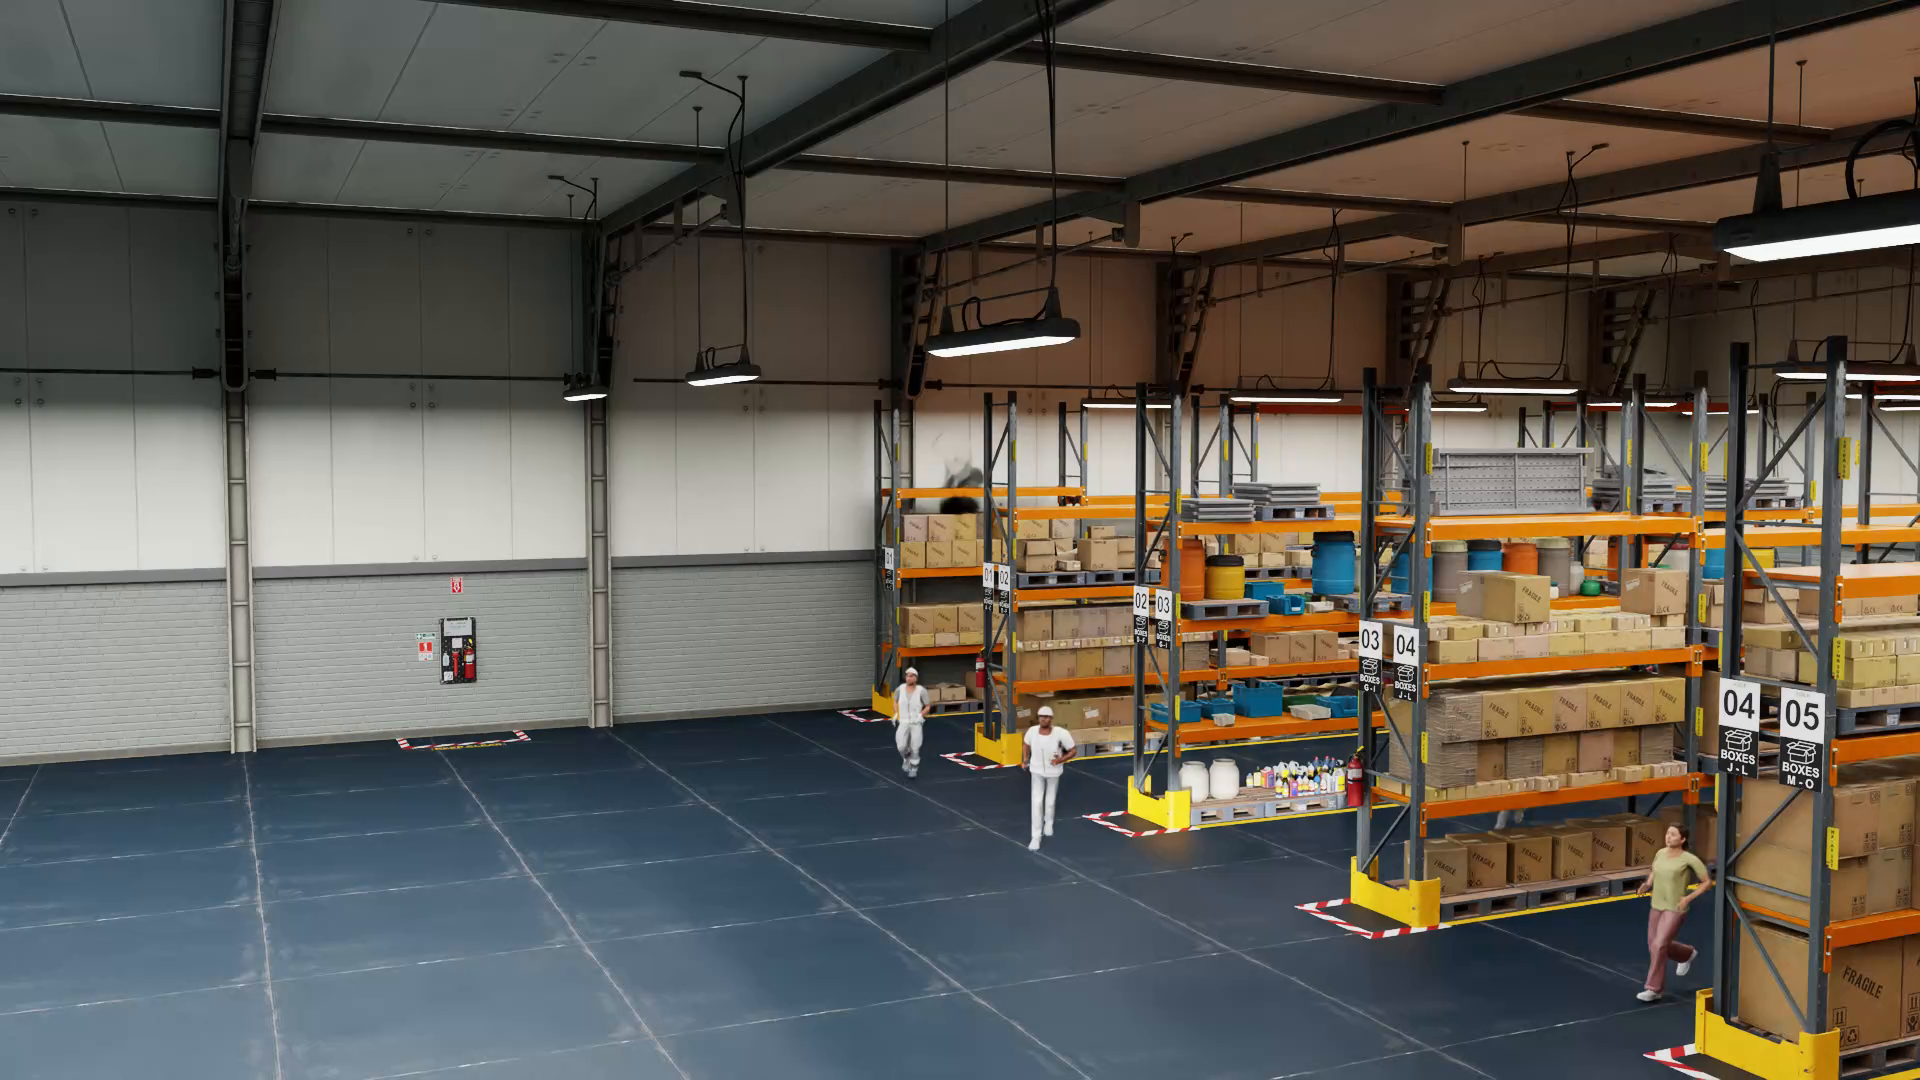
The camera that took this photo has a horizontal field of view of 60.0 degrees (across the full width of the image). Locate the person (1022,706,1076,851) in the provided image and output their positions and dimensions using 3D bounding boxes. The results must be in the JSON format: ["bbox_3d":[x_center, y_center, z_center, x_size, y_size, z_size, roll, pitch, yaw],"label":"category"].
[{"bbox_3d":[1.143,3.026,21.408,0.715,1.808,0.862,1,3,12],"label":"person"}]

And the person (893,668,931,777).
[{"bbox_3d":[-0.764,2.815,25.556,0.609,1.707,0.603,0,3,8],"label":"person"}]

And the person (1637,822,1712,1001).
[{"bbox_3d":[6.627,3.437,15.482,0.832,1.628,0.581,-2,4,-28],"label":"person"}]

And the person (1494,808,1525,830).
[{"bbox_3d":[7.217,3.044,21.811,0.890,1.669,0.618,-3,4,-38],"label":"person"}]
